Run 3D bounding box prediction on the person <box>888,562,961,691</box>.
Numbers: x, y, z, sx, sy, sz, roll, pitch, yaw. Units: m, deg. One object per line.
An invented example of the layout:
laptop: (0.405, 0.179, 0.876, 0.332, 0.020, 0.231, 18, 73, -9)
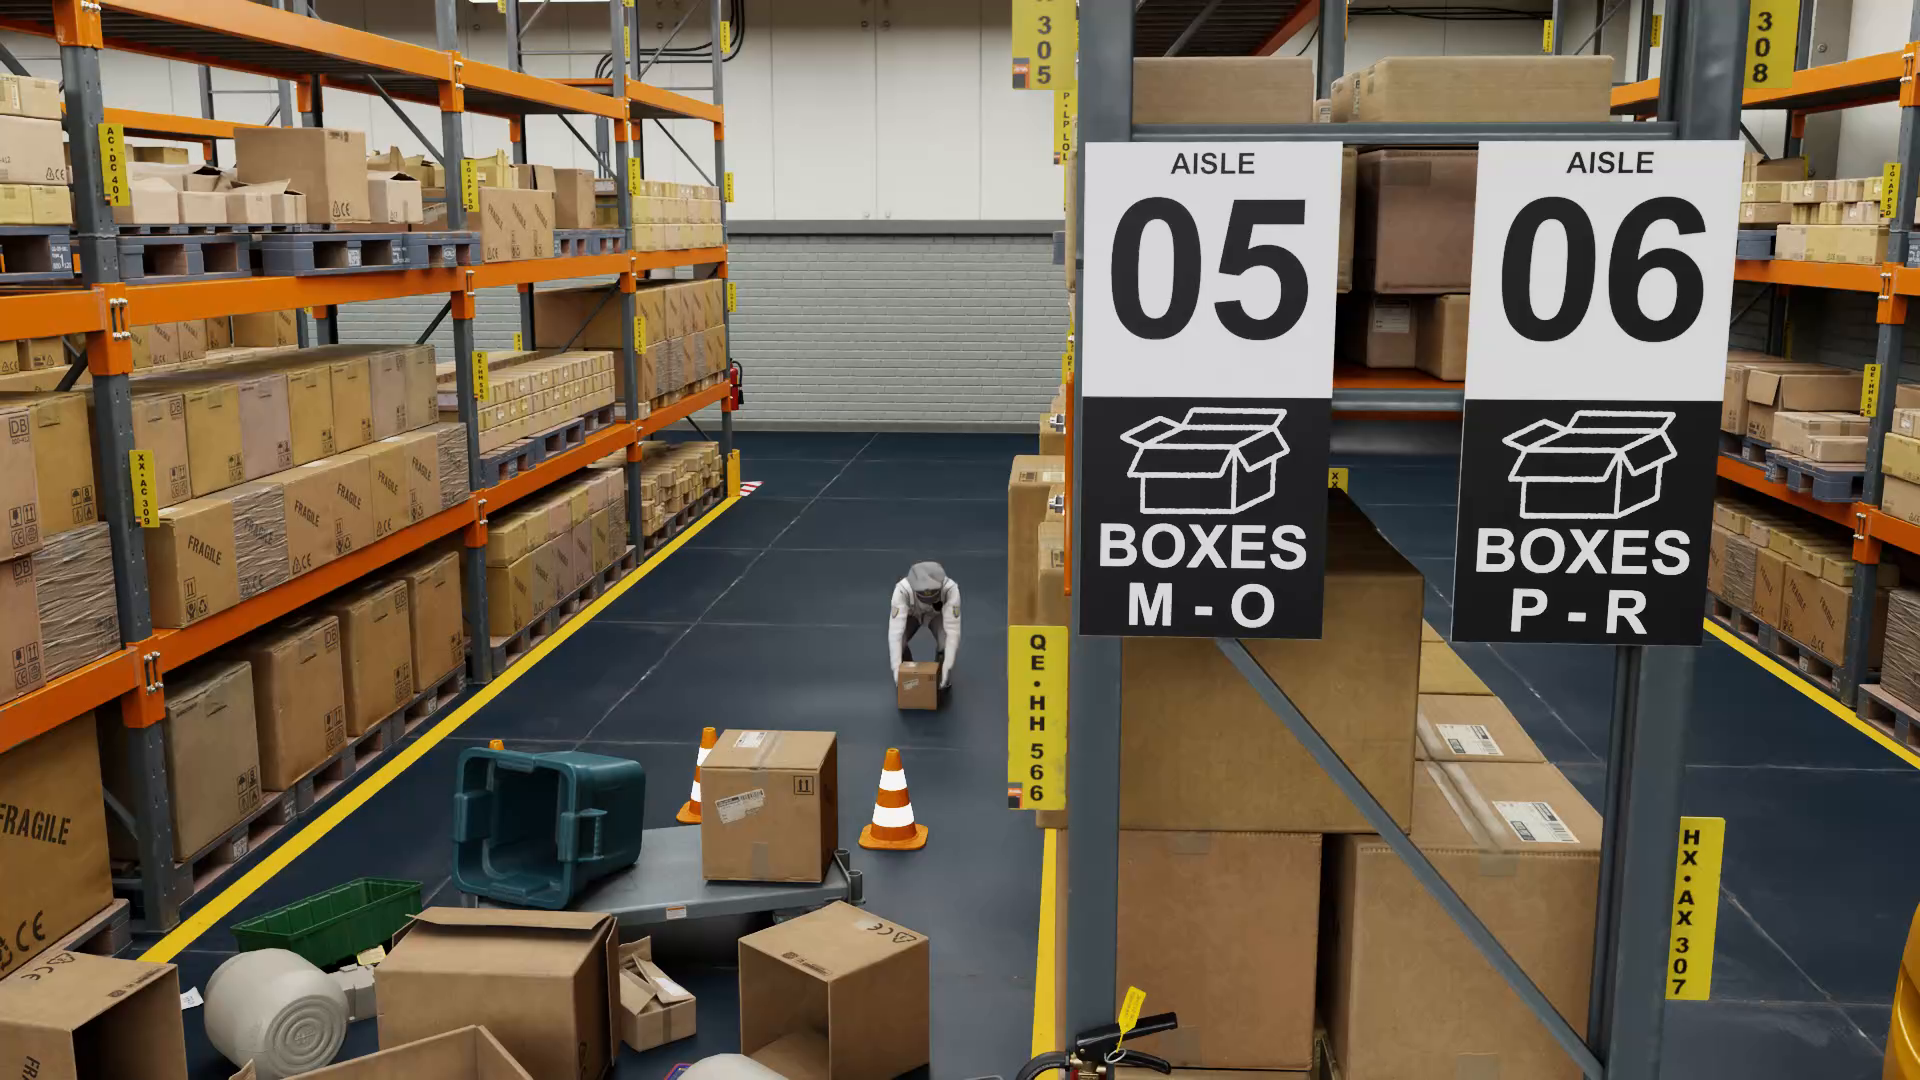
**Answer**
person: (-0.228, 0.550, 11.031, 0.491, 0.928, 0.853, 1, 11, 4)
